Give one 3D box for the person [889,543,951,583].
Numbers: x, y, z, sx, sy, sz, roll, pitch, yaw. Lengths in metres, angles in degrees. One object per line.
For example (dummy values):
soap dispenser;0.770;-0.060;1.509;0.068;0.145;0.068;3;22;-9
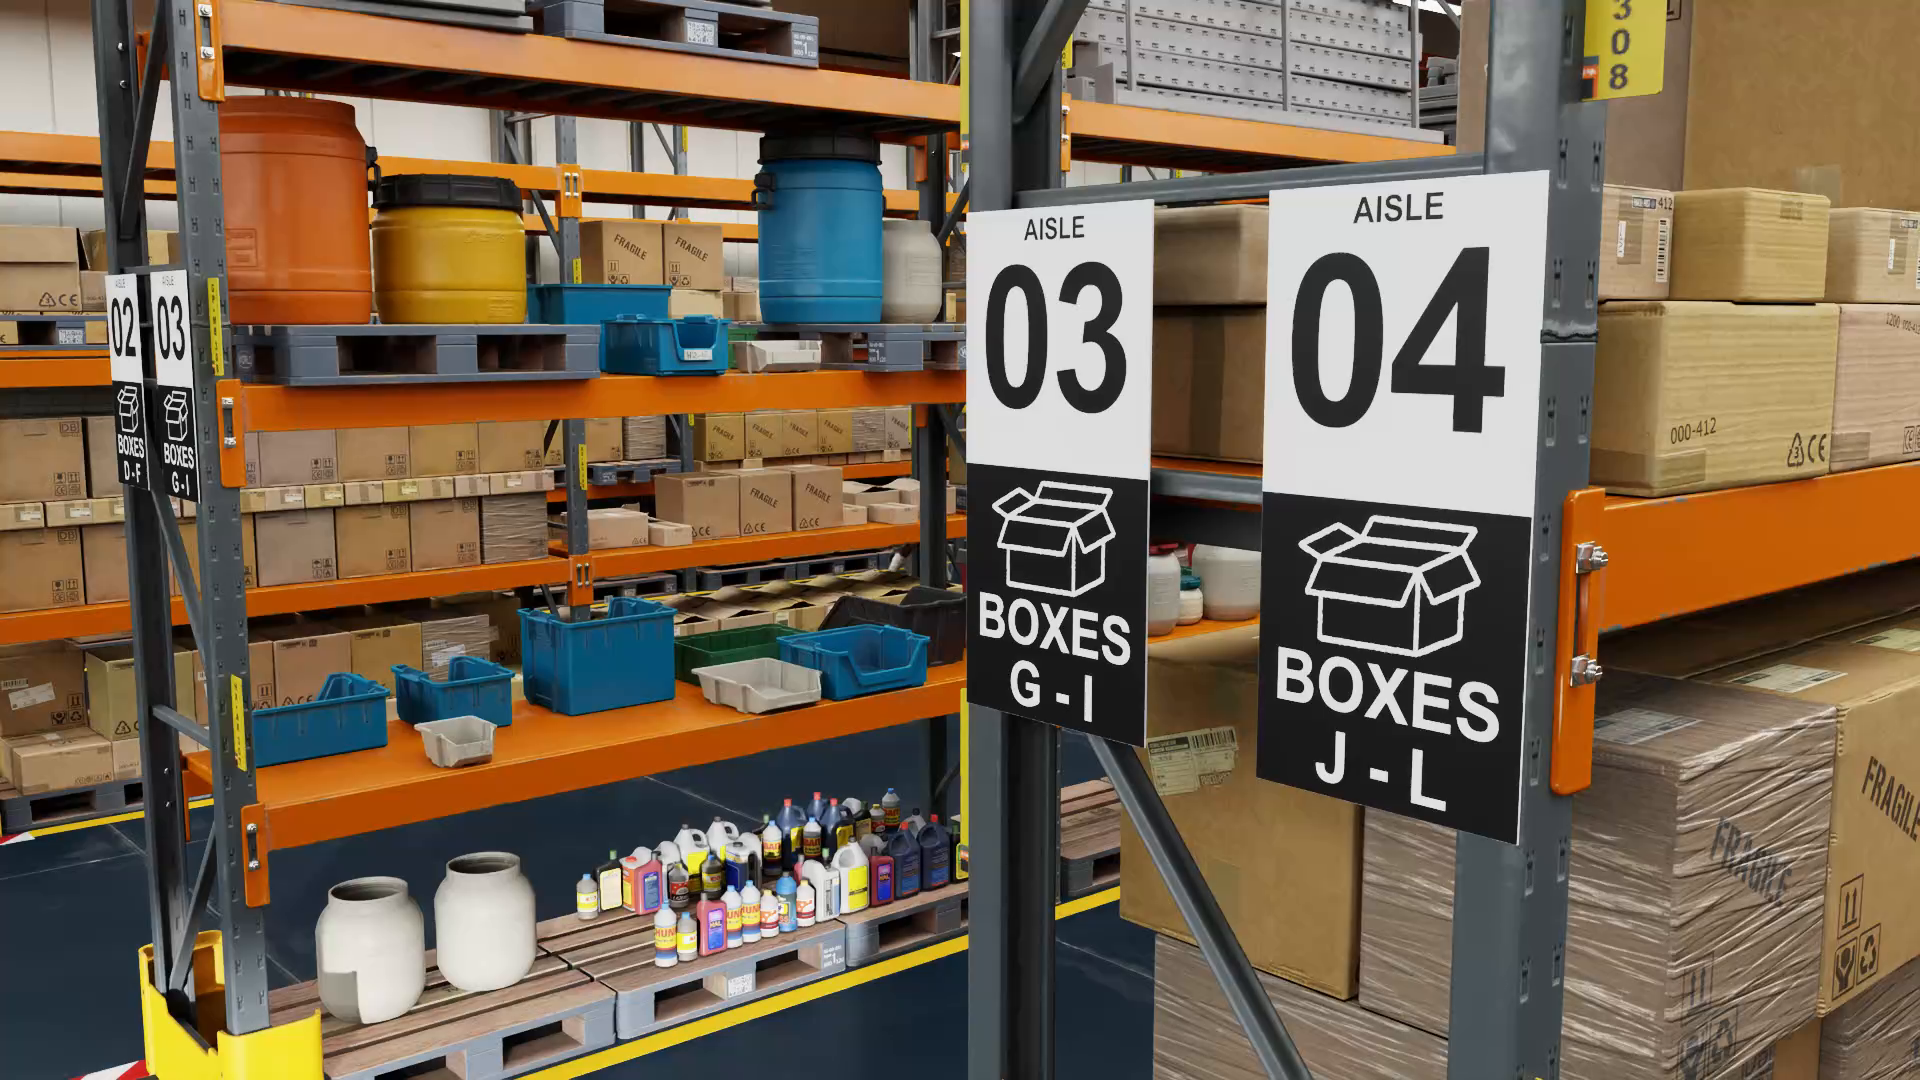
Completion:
person;-0.466;0.351;16.894;0.833;0.957;0.499;-7;10;-42
